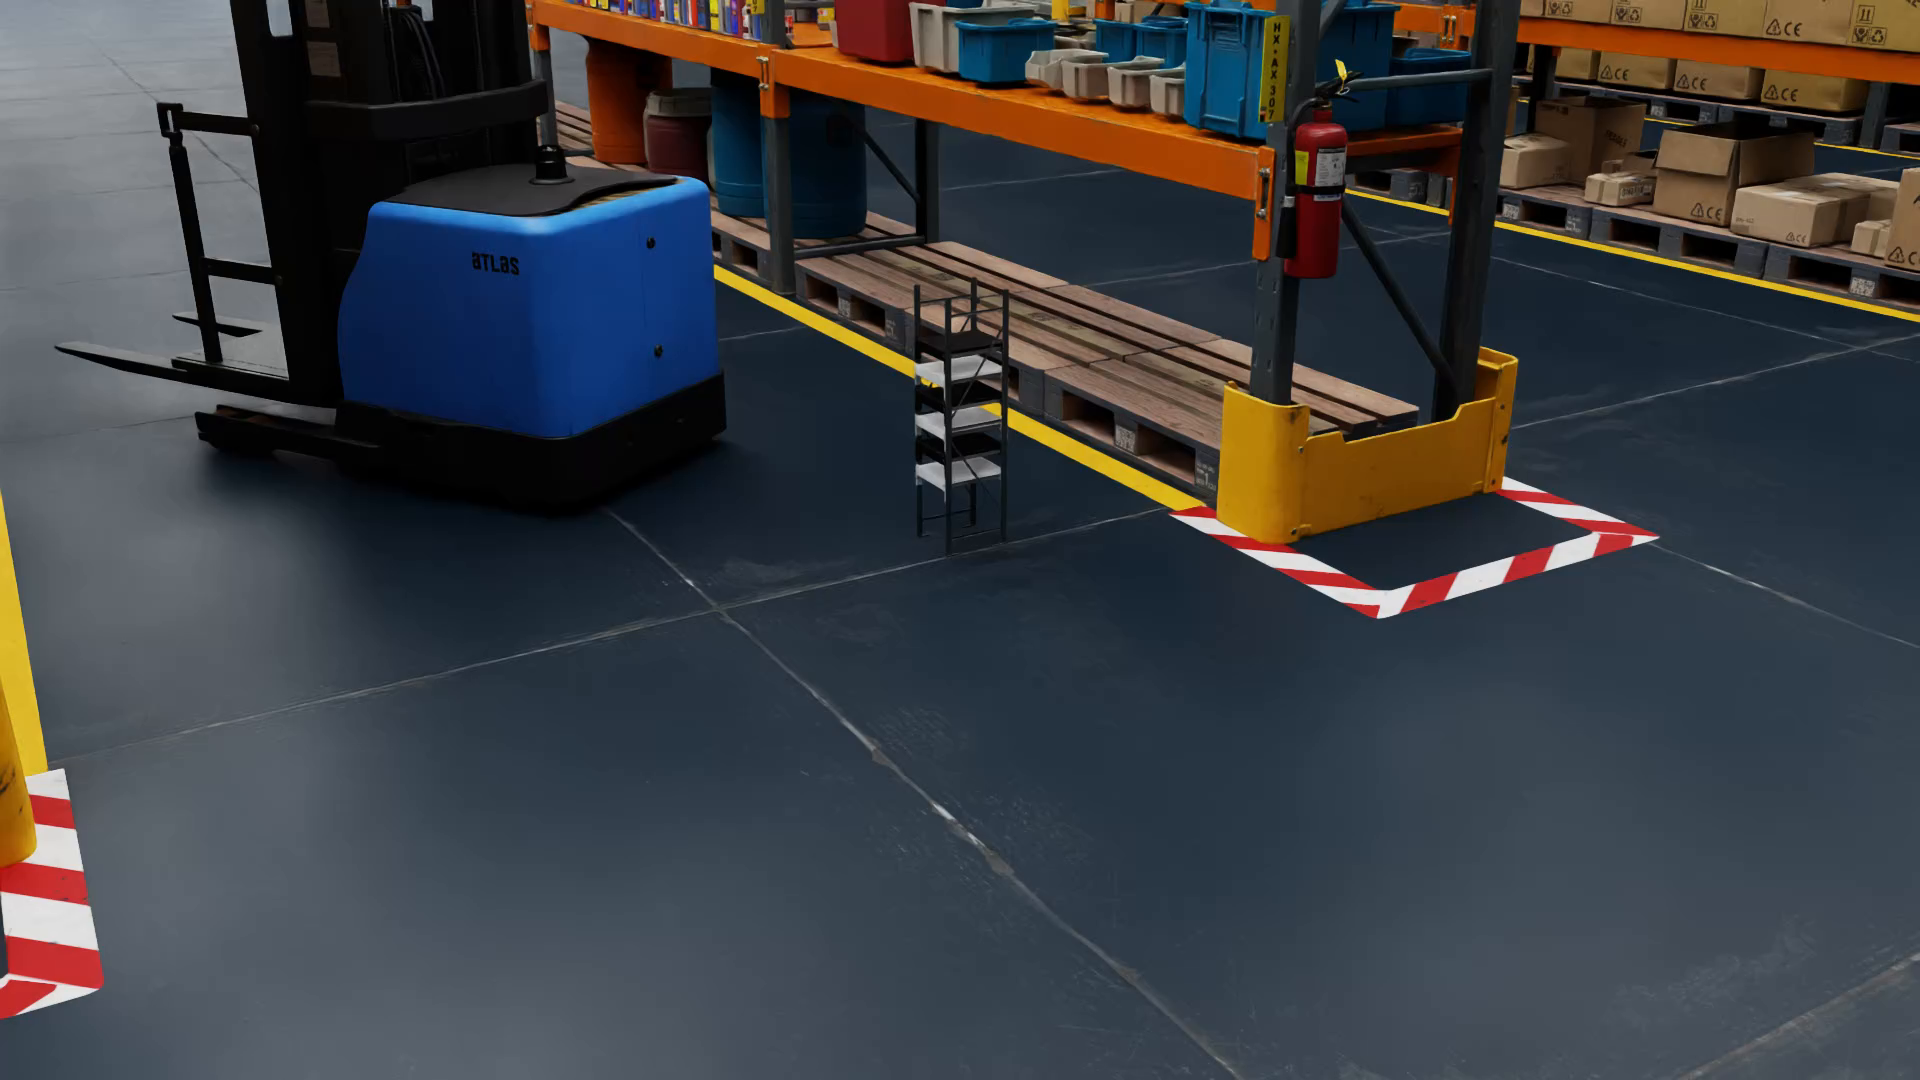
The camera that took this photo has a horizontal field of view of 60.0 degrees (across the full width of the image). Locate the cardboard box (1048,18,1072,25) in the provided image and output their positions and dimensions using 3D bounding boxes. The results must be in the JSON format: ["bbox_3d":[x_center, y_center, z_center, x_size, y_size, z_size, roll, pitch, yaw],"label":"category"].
[{"bbox_3d":[0.828,-4.984,16.439,0.500,0.311,0.500,-13,25,-29],"label":"cardboard box"}]

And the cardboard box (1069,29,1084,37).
[{"bbox_3d":[0.890,-4.547,15.364,0.500,0.311,0.500,-13,26,-29],"label":"cardboard box"}]

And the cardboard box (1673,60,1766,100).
[{"bbox_3d":[7.040,-4.408,14.969,0.750,0.750,0.750,-12,25,-27],"label":"cardboard box"}]

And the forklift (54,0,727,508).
[{"bbox_3d":[-2.492,-1.850,6.471,3.031,2.935,1.130,11,25,25],"label":"forklift"}]

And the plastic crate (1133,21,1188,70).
[{"bbox_3d":[0.951,-2.056,7.028,0.416,0.233,0.300,-13,25,-28],"label":"plastic crate"}]

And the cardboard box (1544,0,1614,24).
[{"bbox_3d":[3.974,-3.446,10.174,0.500,0.500,0.500,-12,25,-27],"label":"cardboard box"}]

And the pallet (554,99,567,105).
[{"bbox_3d":[-4.228,-3.882,15.082,1.003,0.211,1.213,-13,25,-28],"label":"pallet"}]

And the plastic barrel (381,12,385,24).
[{"bbox_3d":[-6.048,-5.397,17.852,0.421,0.512,0.421,0,22,0],"label":"plastic barrel"}]

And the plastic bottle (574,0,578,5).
[{"bbox_3d":[-2.591,-3.757,11.335,0.097,0.201,0.097,0,22,0],"label":"plastic bottle"}]

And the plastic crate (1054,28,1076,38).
[{"bbox_3d":[0.226,-2.421,8.069,0.437,0.125,0.590,-13,25,-28],"label":"plastic crate"}]

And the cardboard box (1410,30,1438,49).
[{"bbox_3d":[5.322,-5.489,18.068,0.700,0.500,0.500,-13,25,-28],"label":"cardboard box"}]

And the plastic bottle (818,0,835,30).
[{"bbox_3d":[-0.770,-3.050,9.596,0.097,0.201,0.097,0,22,0],"label":"plastic bottle"}]

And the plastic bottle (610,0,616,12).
[{"bbox_3d":[-2.218,-3.553,10.741,0.097,0.271,0.097,0,22,0],"label":"plastic bottle"}]

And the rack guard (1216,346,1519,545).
[{"bbox_3d":[1.490,-0.373,6.065,1.175,0.500,0.348,-13,25,-28],"label":"rack guard"}]

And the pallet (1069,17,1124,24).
[{"bbox_3d":[2.234,-7.035,22.838,1.003,0.211,1.213,-13,25,-28],"label":"pallet"}]

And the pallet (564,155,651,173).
[{"bbox_3d":[-2.181,-2.587,11.895,1.003,0.211,1.213,-13,25,-28],"label":"pallet"}]

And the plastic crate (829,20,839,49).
[{"bbox_3d":[-0.461,-2.558,8.393,0.396,0.136,0.243,-13,25,-28],"label":"plastic crate"}]

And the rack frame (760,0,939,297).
[{"bbox_3d":[-0.576,-2.831,8.792,1.000,3.000,0.127,-13,25,-28],"label":"rack frame"}]

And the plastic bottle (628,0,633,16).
[{"bbox_3d":[-2.051,-3.447,10.480,0.097,0.271,0.097,0,22,0],"label":"plastic bottle"}]

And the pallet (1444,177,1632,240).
[{"bbox_3d":[4.034,-2.268,11.111,1.003,0.211,1.213,-13,25,-28],"label":"pallet"}]

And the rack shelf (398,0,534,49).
[{"bbox_3d":[-3.641,-4.440,13.706,1.077,0.370,4.000,-13,25,-28],"label":"rack shelf"}]

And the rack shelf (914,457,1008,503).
[{"bbox_3d":[0.004,-0.217,5.716,0.258,0.077,0.200,-13,25,-28],"label":"rack shelf"}]

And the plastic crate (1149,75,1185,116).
[{"bbox_3d":[0.895,-1.671,6.209,0.396,0.136,0.243,-13,25,-28],"label":"plastic crate"}]

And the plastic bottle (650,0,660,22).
[{"bbox_3d":[-1.844,-3.308,10.123,0.061,0.283,0.133,-13,25,-28],"label":"plastic bottle"}]

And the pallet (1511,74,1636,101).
[{"bbox_3d":[6.235,-4.470,16.528,1.003,0.211,1.213,-13,25,-28],"label":"pallet"}]

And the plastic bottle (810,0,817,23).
[{"bbox_3d":[-0.850,-3.265,10.016,0.061,0.283,0.133,-13,25,-28],"label":"plastic bottle"}]

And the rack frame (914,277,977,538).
[{"bbox_3d":[-0.048,-0.447,5.717,0.240,0.900,0.006,-13,25,-28],"label":"rack frame"}]

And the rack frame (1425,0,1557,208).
[{"bbox_3d":[3.684,-3.782,11.134,1.000,3.000,0.127,-13,25,-28],"label":"rack frame"}]

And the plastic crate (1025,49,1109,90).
[{"bbox_3d":[0.429,-1.945,6.884,0.298,0.136,0.250,-13,25,-28],"label":"plastic crate"}]

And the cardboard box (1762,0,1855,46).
[{"bbox_3d":[4.746,-2.956,8.968,0.500,0.500,0.500,-12,25,-28],"label":"cardboard box"}]

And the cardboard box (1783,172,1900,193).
[{"bbox_3d":[5.183,-1.972,9.746,0.500,0.250,0.500,-13,25,-28],"label":"cardboard box"}]

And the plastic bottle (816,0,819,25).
[{"bbox_3d":[-0.807,-3.186,9.931,0.097,0.201,0.097,0,22,0],"label":"plastic bottle"}]

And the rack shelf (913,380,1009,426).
[{"bbox_3d":[0.004,-0.467,5.614,0.258,0.077,0.200,-13,25,-28],"label":"rack shelf"}]

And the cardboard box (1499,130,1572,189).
[{"bbox_3d":[3.712,-2.563,11.120,0.500,0.311,0.500,-13,25,-28],"label":"cardboard box"}]

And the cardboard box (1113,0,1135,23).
[{"bbox_3d":[2.378,-7.153,22.413,0.500,0.311,0.500,-10,24,-24],"label":"cardboard box"}]

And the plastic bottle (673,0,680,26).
[{"bbox_3d":[-1.651,-3.162,9.870,0.097,0.201,0.097,0,22,0],"label":"plastic bottle"}]

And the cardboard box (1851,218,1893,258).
[{"bbox_3d":[5.108,-1.656,9.080,0.380,0.166,0.250,-13,25,-28],"label":"cardboard box"}]

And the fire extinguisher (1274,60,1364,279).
[{"bbox_3d":[1.153,-1.191,5.356,0.296,0.674,0.183,-13,25,-28],"label":"fire extinguisher"}]

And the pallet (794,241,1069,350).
[{"bbox_3d":[-0.167,-1.308,8.750,1.003,0.211,1.213,-13,25,-28],"label":"pallet"}]

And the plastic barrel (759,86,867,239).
[{"bbox_3d":[-0.840,-2.233,9.550,0.600,0.901,0.708,-13,25,-28],"label":"plastic barrel"}]

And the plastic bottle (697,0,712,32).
[{"bbox_3d":[-1.422,-3.102,9.526,0.144,0.351,0.185,-13,25,-28],"label":"plastic bottle"}]

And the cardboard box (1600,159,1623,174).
[{"bbox_3d":[4.462,-2.426,10.998,0.380,0.149,0.250,-13,25,-28],"label":"cardboard box"}]

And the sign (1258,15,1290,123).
[{"bbox_3d":[1.002,-1.501,5.303,0.100,0.325,0.005,-13,25,-28],"label":"sign"}]

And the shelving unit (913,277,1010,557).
[{"bbox_3d":[0.004,-0.414,5.636,0.258,0.900,0.210,-13,25,-28],"label":"shelving unit"}]

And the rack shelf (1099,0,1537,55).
[{"bbox_3d":[2.662,-4.097,12.862,1.077,0.370,4.000,-13,25,-28],"label":"rack shelf"}]

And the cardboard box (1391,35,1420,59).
[{"bbox_3d":[3.136,-3.703,12.677,0.500,0.250,0.500,-13,25,-28],"label":"cardboard box"}]

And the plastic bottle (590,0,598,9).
[{"bbox_3d":[-2.411,-3.667,11.006,0.061,0.283,0.133,-13,25,-28],"label":"plastic bottle"}]

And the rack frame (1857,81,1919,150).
[{"bbox_3d":[7.941,-4.736,13.481,1.000,3.000,0.127,-13,25,-28],"label":"rack frame"}]

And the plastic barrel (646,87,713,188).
[{"bbox_3d":[-1.778,-2.682,11.072,0.600,0.588,0.708,-13,25,-28],"label":"plastic barrel"}]

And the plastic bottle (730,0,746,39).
[{"bbox_3d":[-1.213,-2.908,9.138,0.061,0.283,0.133,-13,25,-28],"label":"plastic bottle"}]
